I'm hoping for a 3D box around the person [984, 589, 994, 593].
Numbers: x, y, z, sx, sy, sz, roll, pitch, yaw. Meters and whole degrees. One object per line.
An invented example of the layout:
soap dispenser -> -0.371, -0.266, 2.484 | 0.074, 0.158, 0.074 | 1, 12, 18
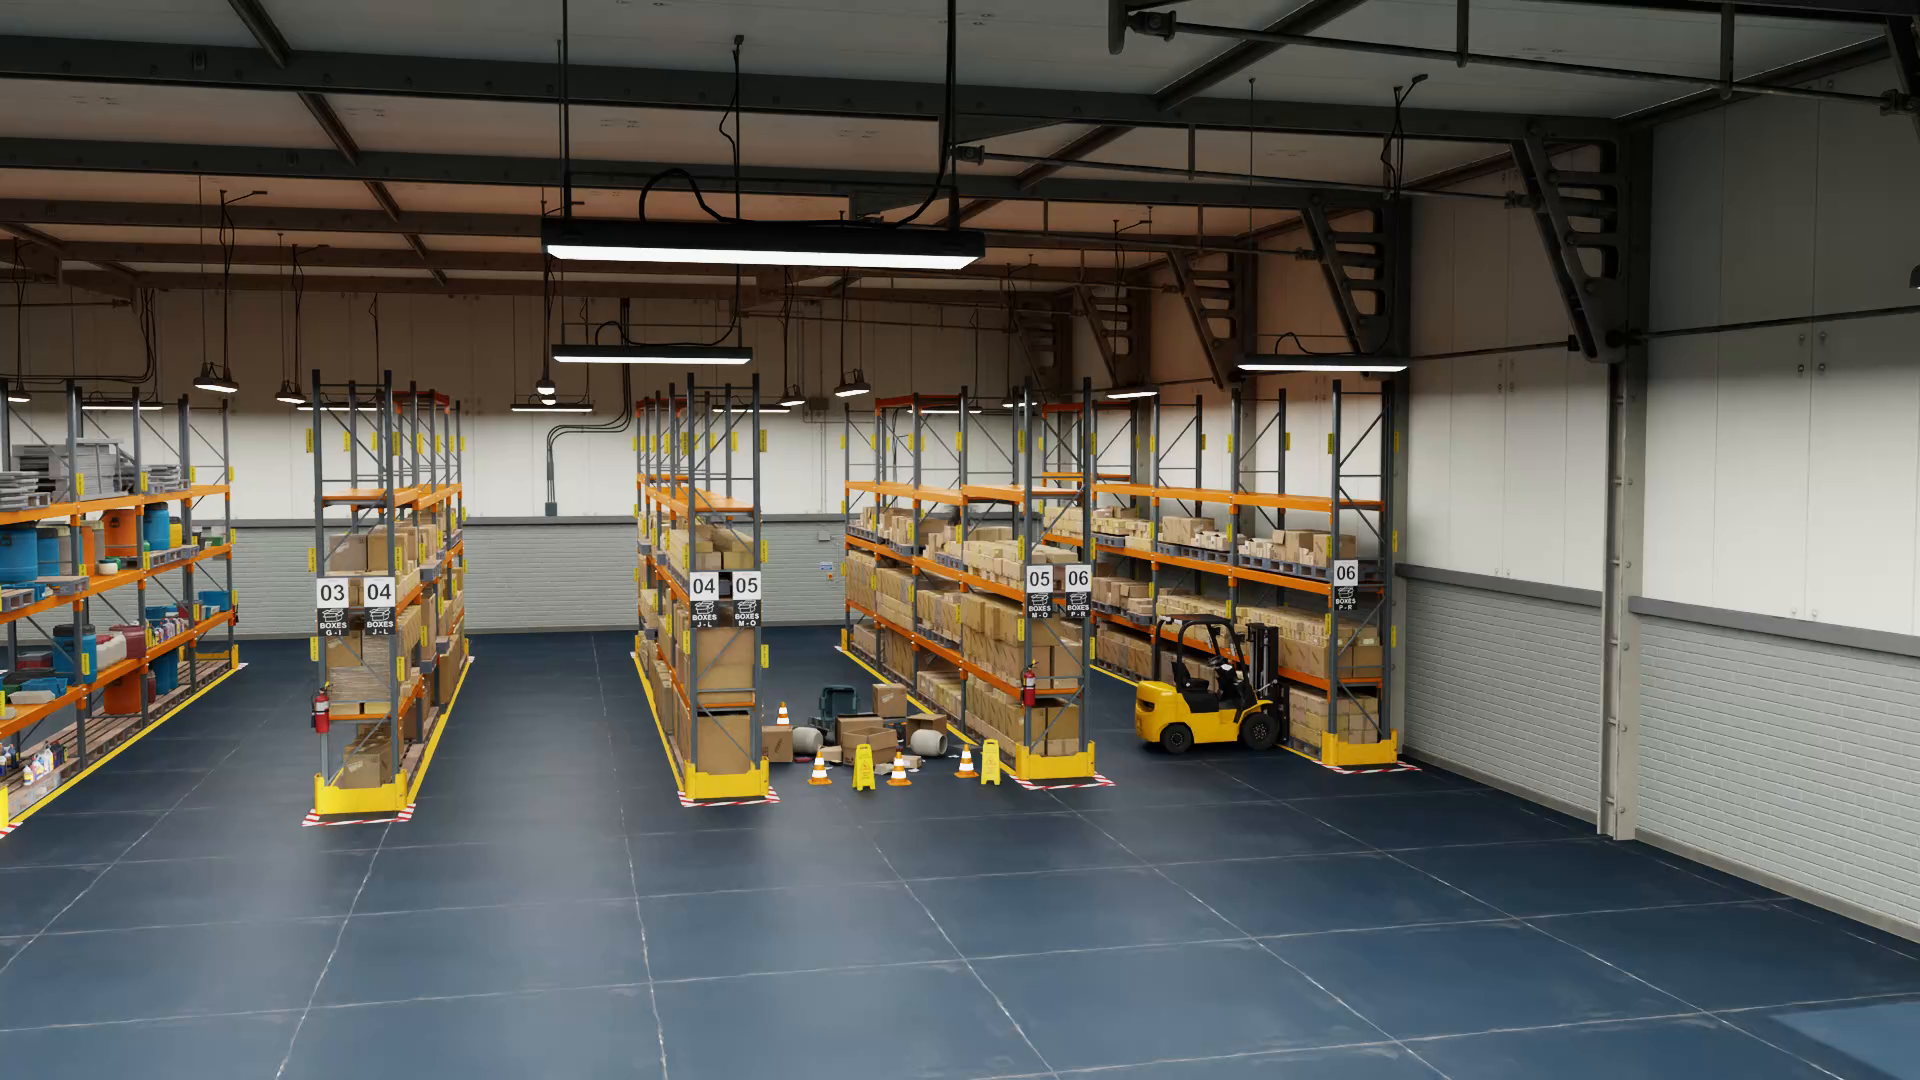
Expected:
person -> 0.747, 1.637, 44.907 | 0.776, 1.513, 0.518 | -2, 4, -28
